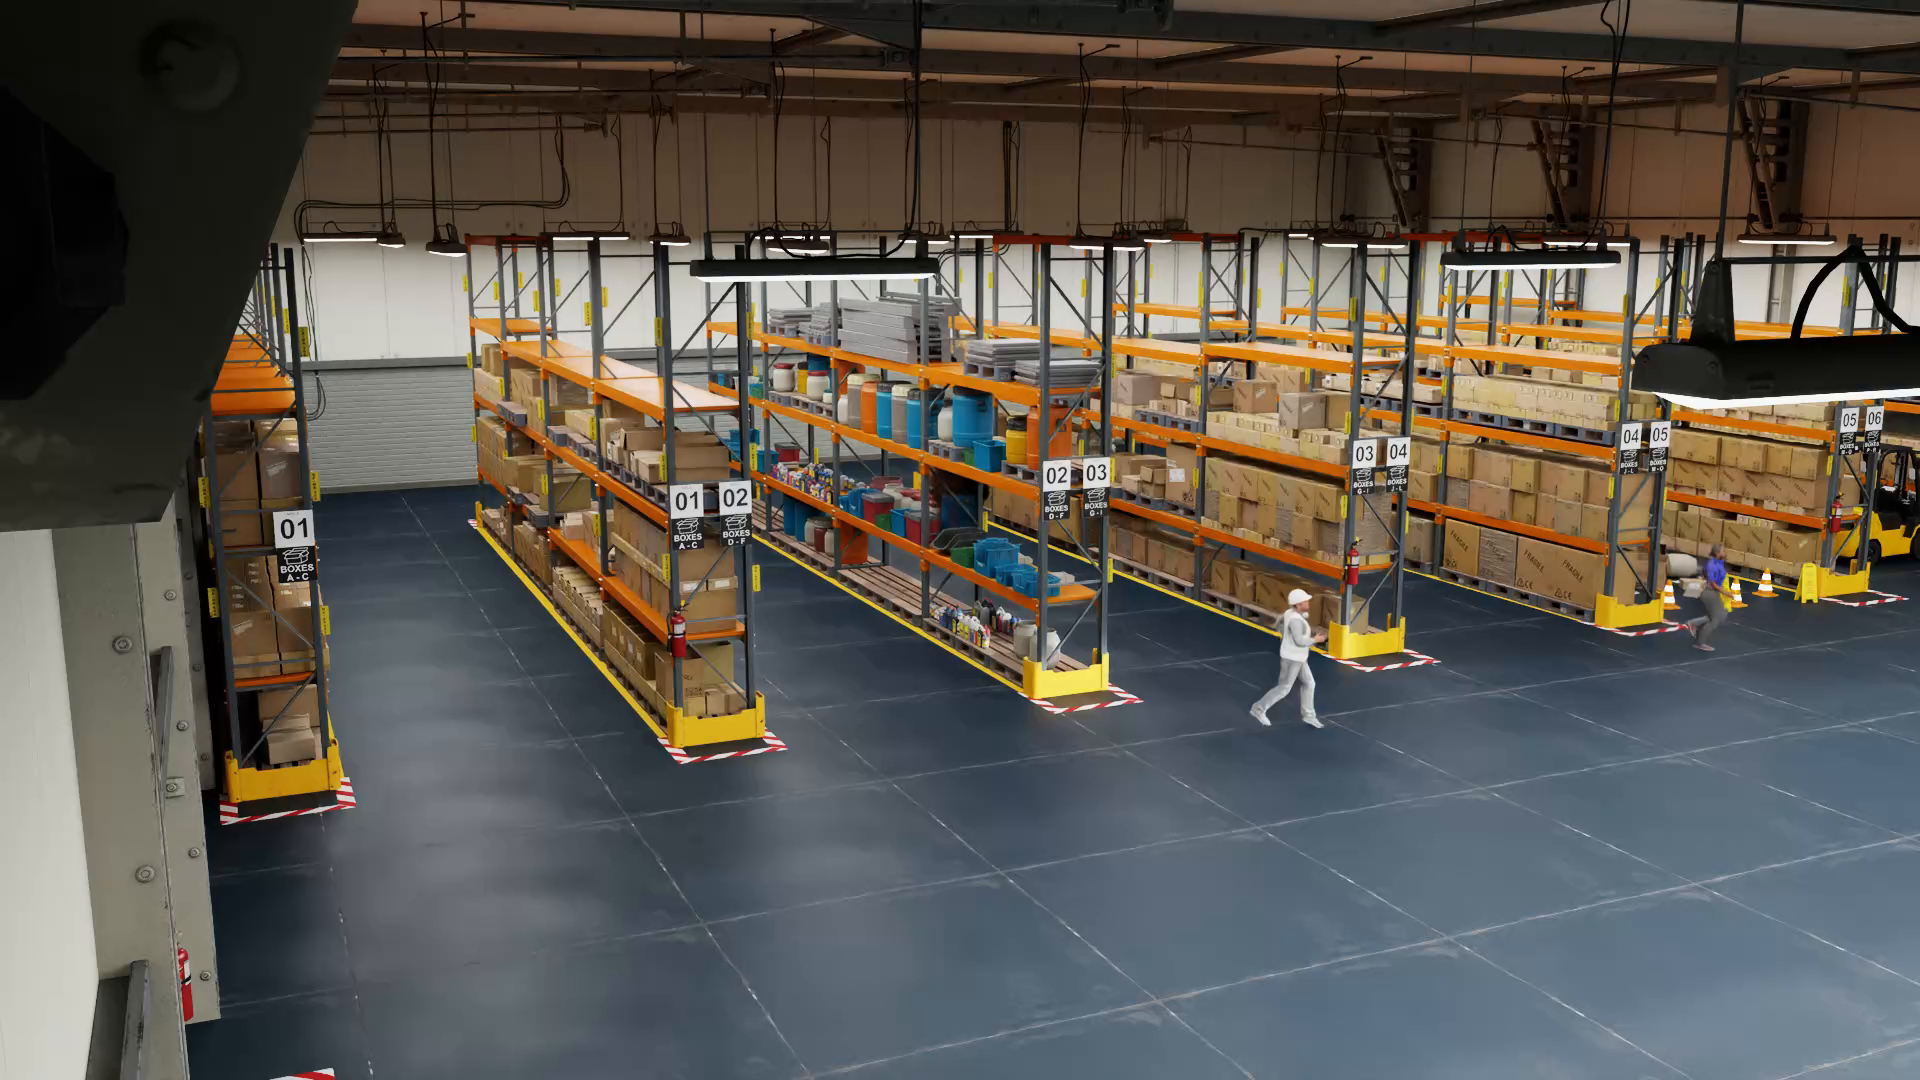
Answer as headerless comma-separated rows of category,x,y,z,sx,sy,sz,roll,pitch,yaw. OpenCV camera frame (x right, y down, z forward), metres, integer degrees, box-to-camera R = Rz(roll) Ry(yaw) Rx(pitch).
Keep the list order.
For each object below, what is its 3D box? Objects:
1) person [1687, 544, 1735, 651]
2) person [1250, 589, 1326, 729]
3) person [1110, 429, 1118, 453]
person,11.141,0.841,24.630,0.622,1.598,0.597,5,12,25
person,4.115,1.492,20.780,0.939,1.812,0.664,2,11,9
person,3.334,-1.752,37.914,0.617,1.654,0.799,-5,12,-25
